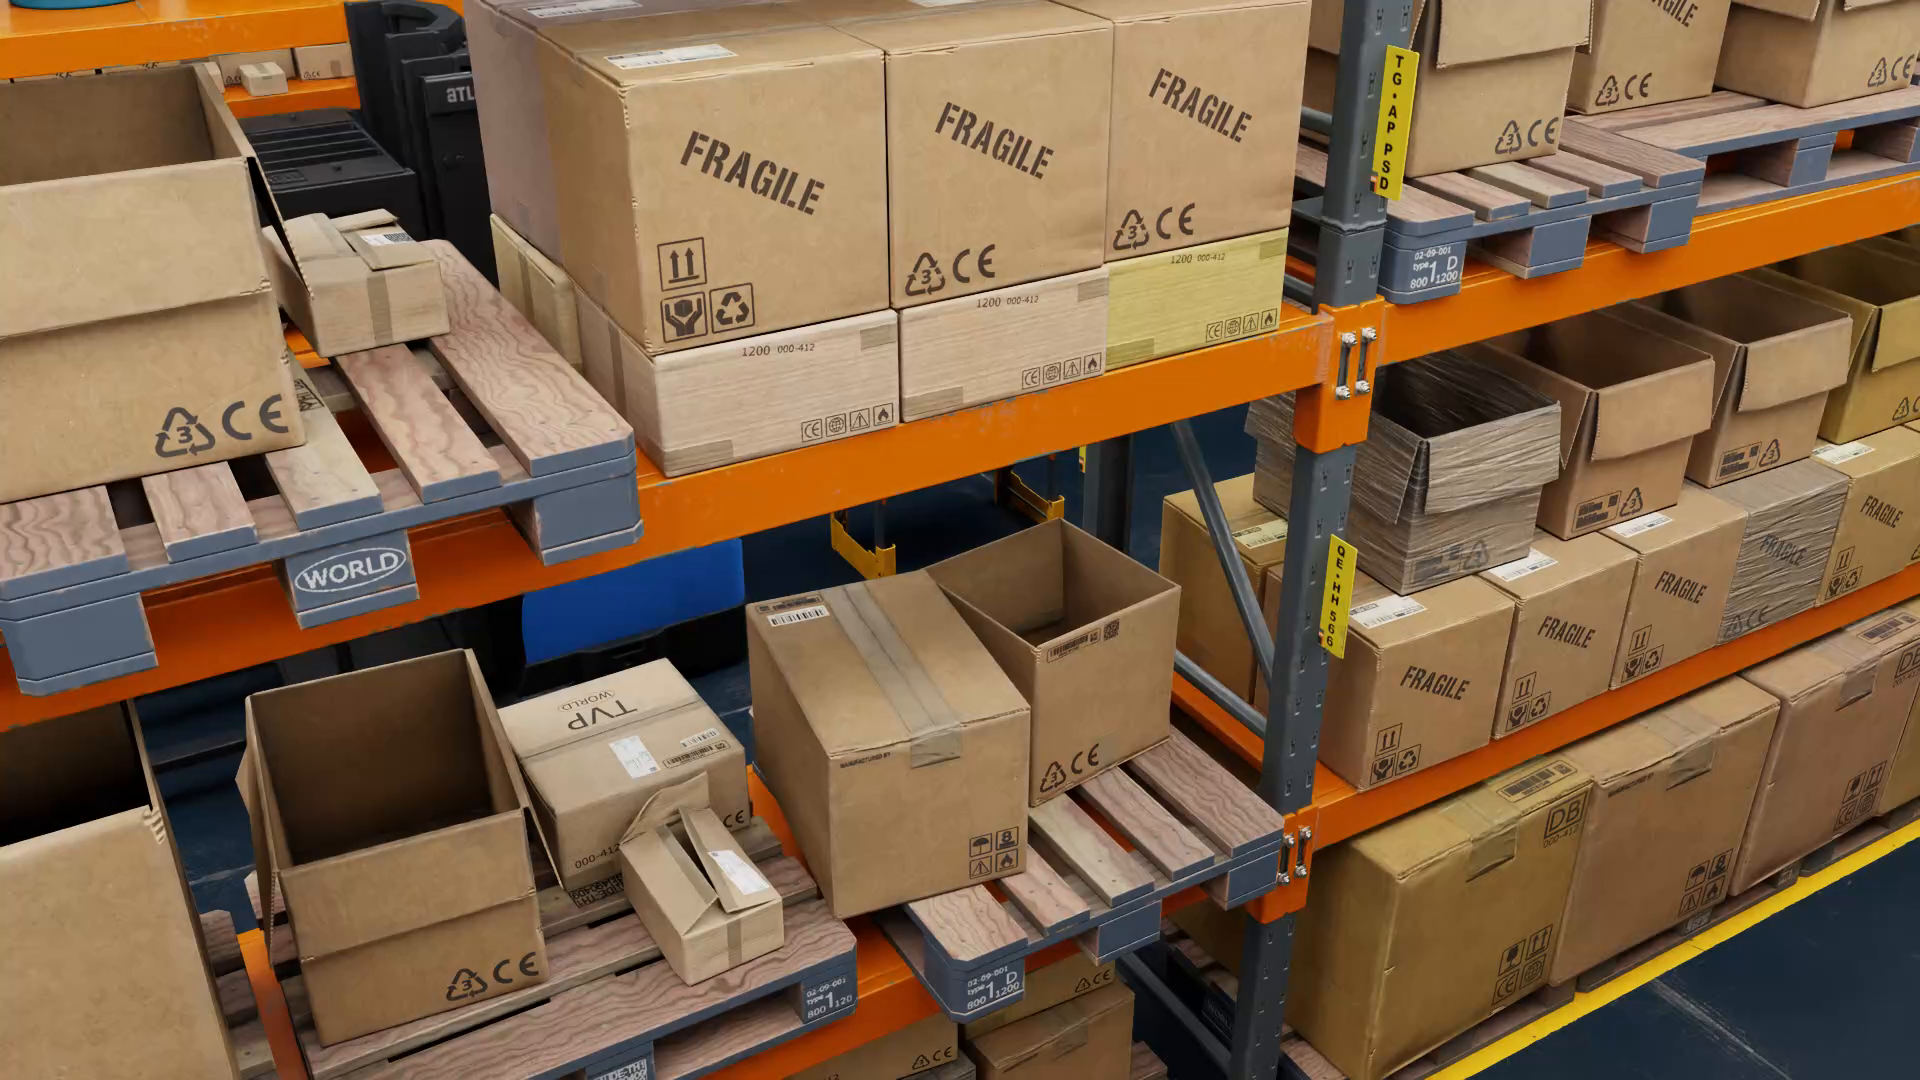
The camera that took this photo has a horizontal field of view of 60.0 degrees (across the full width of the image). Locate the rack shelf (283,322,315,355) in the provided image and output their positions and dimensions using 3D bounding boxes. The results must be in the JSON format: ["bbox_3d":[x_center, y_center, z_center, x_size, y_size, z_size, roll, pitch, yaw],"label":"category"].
[{"bbox_3d":[-3.552,-0.864,7.956,4.000,0.370,1.077,-16,33,-26],"label":"rack shelf"}]

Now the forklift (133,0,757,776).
[{"bbox_3d":[-2.469,-0.590,6.786,3.031,2.935,1.130,-16,33,-26],"label":"forklift"}]

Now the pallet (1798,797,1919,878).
[{"bbox_3d":[3.503,0.857,6.979,1.213,0.211,1.003,-16,33,-26],"label":"pallet"}]

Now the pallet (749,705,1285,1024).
[{"bbox_3d":[0.121,0.698,4.580,1.003,0.211,1.213,-16,33,-26],"label":"pallet"}]

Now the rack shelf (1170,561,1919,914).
[{"bbox_3d":[2.406,0.220,5.991,4.000,0.370,1.077,-16,33,-26],"label":"rack shelf"}]

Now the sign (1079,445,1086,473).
[{"bbox_3d":[0.398,-0.343,5.068,0.005,0.325,0.100,-16,33,-26],"label":"sign"}]

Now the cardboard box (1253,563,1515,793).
[{"bbox_3d":[1.239,0.345,4.916,0.500,0.500,0.500,-15,32,-25],"label":"cardboard box"}]

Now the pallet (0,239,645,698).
[{"bbox_3d":[-1.288,-0.219,3.132,1.003,0.211,1.213,-16,33,-26],"label":"pallet"}]

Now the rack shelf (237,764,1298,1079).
[{"bbox_3d":[-1.043,1.199,4.217,4.000,0.370,1.077,-16,33,-26],"label":"rack shelf"}]

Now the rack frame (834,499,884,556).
[{"bbox_3d":[-0.512,-0.511,8.124,0.032,1.500,0.500,-16,33,-26],"label":"rack frame"}]

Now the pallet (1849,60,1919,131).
[{"bbox_3d":[3.365,-1.569,5.582,1.217,0.209,0.805,-17,33,-28],"label":"pallet"}]

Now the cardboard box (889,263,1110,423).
[{"bbox_3d":[-0.025,-0.507,3.615,0.500,0.250,0.500,-16,33,-27],"label":"cardboard box"}]

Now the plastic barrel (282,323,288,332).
[{"bbox_3d":[-3.335,-1.177,7.638,0.433,0.535,0.433,0,29,0],"label":"plastic barrel"}]

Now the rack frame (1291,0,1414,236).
[{"bbox_3d":[0.682,-2.232,3.481,0.127,3.000,1.000,-16,33,-26],"label":"rack frame"}]

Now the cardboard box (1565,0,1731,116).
[{"bbox_3d":[1.871,-1.573,4.854,0.500,0.500,0.500,-14,32,-24],"label":"cardboard box"}]

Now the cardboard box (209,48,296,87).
[{"bbox_3d":[-5.203,-3.556,12.181,0.500,0.311,0.500,-16,33,-27],"label":"cardboard box"}]

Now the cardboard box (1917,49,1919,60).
[{"bbox_3d":[3.139,-1.811,5.481,0.500,0.311,0.500,-17,33,-28],"label":"cardboard box"}]

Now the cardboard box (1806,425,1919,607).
[{"bbox_3d":[2.988,-0.151,5.815,0.500,0.500,0.500,-16,33,-27],"label":"cardboard box"}]

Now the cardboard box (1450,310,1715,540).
[{"bbox_3d":[1.884,-0.419,5.263,0.637,0.503,0.797,-15,32,-25],"label":"cardboard box"}]

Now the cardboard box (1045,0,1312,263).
[{"bbox_3d":[0.397,-0.960,3.660,0.500,0.500,0.500,-15,32,-25],"label":"cardboard box"}]

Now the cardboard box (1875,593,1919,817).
[{"bbox_3d":[3.589,0.327,6.817,0.875,0.875,1.225,-16,33,-26],"label":"cardboard box"}]

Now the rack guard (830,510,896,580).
[{"bbox_3d":[-0.495,0.031,8.435,0.087,0.250,0.587,-16,33,-26],"label":"rack guard"}]

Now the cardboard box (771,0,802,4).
[{"bbox_3d":[-0.293,-1.051,3.824,0.500,0.500,0.500,-16,33,-26],"label":"cardboard box"}]

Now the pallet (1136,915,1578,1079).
[{"bbox_3d":[1.400,1.454,5.897,1.213,0.211,1.003,-16,33,-26],"label":"pallet"}]

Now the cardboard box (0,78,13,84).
[{"bbox_3d":[-6.658,-3.108,11.173,0.500,0.500,0.500,-13,32,-23],"label":"cardboard box"}]

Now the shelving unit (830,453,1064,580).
[{"bbox_3d":[-0.066,-0.638,8.354,1.083,1.500,0.587,-16,33,-26],"label":"shelving unit"}]

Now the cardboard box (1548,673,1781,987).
[{"bbox_3d":[2.060,0.766,6.022,0.875,0.875,1.225,-16,33,-26],"label":"cardboard box"}]

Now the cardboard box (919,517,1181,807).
[{"bbox_3d":[0.236,0.316,4.535,0.500,0.500,0.500,-20,35,-32],"label":"cardboard box"}]

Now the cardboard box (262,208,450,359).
[{"bbox_3d":[-1.201,-0.522,3.293,0.250,0.166,0.380,-17,33,-28],"label":"cardboard box"}]

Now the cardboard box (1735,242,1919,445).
[{"bbox_3d":[2.986,-0.744,5.853,0.637,0.503,0.797,-15,32,-26],"label":"cardboard box"}]

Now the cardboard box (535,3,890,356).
[{"bbox_3d":[-0.474,-0.715,3.216,0.500,0.500,0.500,-15,32,-25],"label":"cardboard box"}]

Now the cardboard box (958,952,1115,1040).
[{"bbox_3d":[0.119,1.145,4.927,0.500,0.250,0.500,-14,32,-24],"label":"cardboard box"}]

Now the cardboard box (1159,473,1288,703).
[{"bbox_3d":[0.982,0.127,5.312,0.500,0.500,0.500,-15,32,-25],"label":"cardboard box"}]

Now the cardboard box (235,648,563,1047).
[{"bbox_3d":[-1.319,0.682,3.868,0.637,0.503,0.797,-12,31,-21],"label":"cardboard box"}]

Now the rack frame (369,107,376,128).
[{"bbox_3d":[-4.334,-3.733,12.410,0.127,3.000,1.000,-16,33,-26],"label":"rack frame"}]

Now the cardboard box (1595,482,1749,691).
[{"bbox_3d":[2.122,0.091,5.377,0.500,0.500,0.500,-16,33,-27],"label":"cardboard box"}]

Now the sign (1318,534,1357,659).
[{"bbox_3d":[0.965,0.146,4.264,0.005,0.325,0.100,-16,33,-26],"label":"sign"}]

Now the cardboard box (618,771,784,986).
[{"bbox_3d":[-0.619,0.790,3.918,0.258,0.266,0.396,-17,33,-28],"label":"cardboard box"}]

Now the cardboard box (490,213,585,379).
[{"bbox_3d":[-0.734,-0.589,3.763,0.500,0.250,0.500,-15,32,-25],"label":"cardboard box"}]

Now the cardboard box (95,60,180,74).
[{"bbox_3d":[-5.772,-3.359,11.629,0.500,0.500,0.500,-18,34,-29],"label":"cardboard box"}]

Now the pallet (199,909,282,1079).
[{"bbox_3d":[-2.034,1.331,3.432,1.213,0.211,1.003,-16,33,-26],"label":"pallet"}]

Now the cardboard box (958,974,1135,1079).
[{"bbox_3d":[0.114,1.469,5.116,0.500,0.500,0.700,-18,33,-29],"label":"cardboard box"}]
